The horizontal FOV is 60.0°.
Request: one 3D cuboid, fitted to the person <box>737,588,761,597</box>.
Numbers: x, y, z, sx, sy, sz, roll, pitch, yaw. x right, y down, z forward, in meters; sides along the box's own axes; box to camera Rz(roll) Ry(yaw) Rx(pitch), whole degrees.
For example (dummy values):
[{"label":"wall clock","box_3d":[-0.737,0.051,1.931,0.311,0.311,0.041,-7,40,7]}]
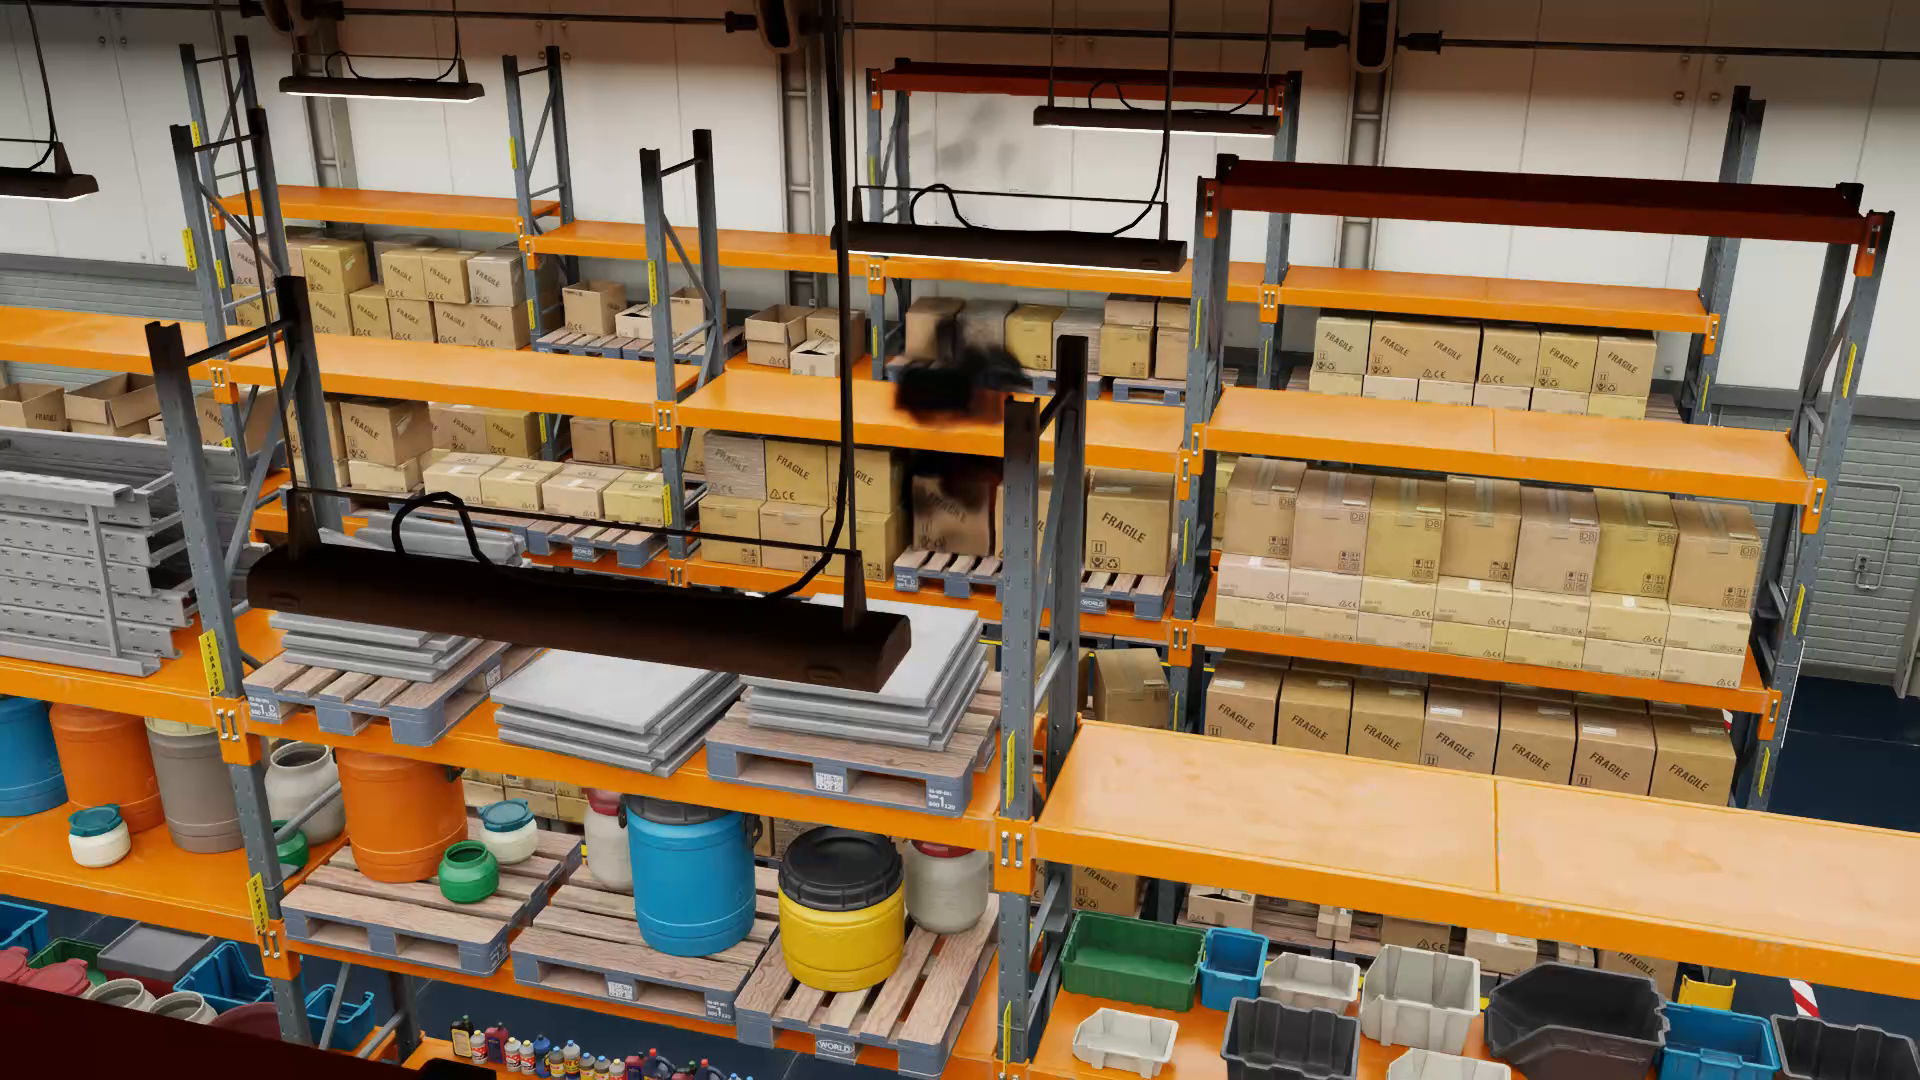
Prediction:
[{"label":"person","box_3d":[-2.152,1.083,15.872,0.624,1.739,0.681,4,23,11]}]
